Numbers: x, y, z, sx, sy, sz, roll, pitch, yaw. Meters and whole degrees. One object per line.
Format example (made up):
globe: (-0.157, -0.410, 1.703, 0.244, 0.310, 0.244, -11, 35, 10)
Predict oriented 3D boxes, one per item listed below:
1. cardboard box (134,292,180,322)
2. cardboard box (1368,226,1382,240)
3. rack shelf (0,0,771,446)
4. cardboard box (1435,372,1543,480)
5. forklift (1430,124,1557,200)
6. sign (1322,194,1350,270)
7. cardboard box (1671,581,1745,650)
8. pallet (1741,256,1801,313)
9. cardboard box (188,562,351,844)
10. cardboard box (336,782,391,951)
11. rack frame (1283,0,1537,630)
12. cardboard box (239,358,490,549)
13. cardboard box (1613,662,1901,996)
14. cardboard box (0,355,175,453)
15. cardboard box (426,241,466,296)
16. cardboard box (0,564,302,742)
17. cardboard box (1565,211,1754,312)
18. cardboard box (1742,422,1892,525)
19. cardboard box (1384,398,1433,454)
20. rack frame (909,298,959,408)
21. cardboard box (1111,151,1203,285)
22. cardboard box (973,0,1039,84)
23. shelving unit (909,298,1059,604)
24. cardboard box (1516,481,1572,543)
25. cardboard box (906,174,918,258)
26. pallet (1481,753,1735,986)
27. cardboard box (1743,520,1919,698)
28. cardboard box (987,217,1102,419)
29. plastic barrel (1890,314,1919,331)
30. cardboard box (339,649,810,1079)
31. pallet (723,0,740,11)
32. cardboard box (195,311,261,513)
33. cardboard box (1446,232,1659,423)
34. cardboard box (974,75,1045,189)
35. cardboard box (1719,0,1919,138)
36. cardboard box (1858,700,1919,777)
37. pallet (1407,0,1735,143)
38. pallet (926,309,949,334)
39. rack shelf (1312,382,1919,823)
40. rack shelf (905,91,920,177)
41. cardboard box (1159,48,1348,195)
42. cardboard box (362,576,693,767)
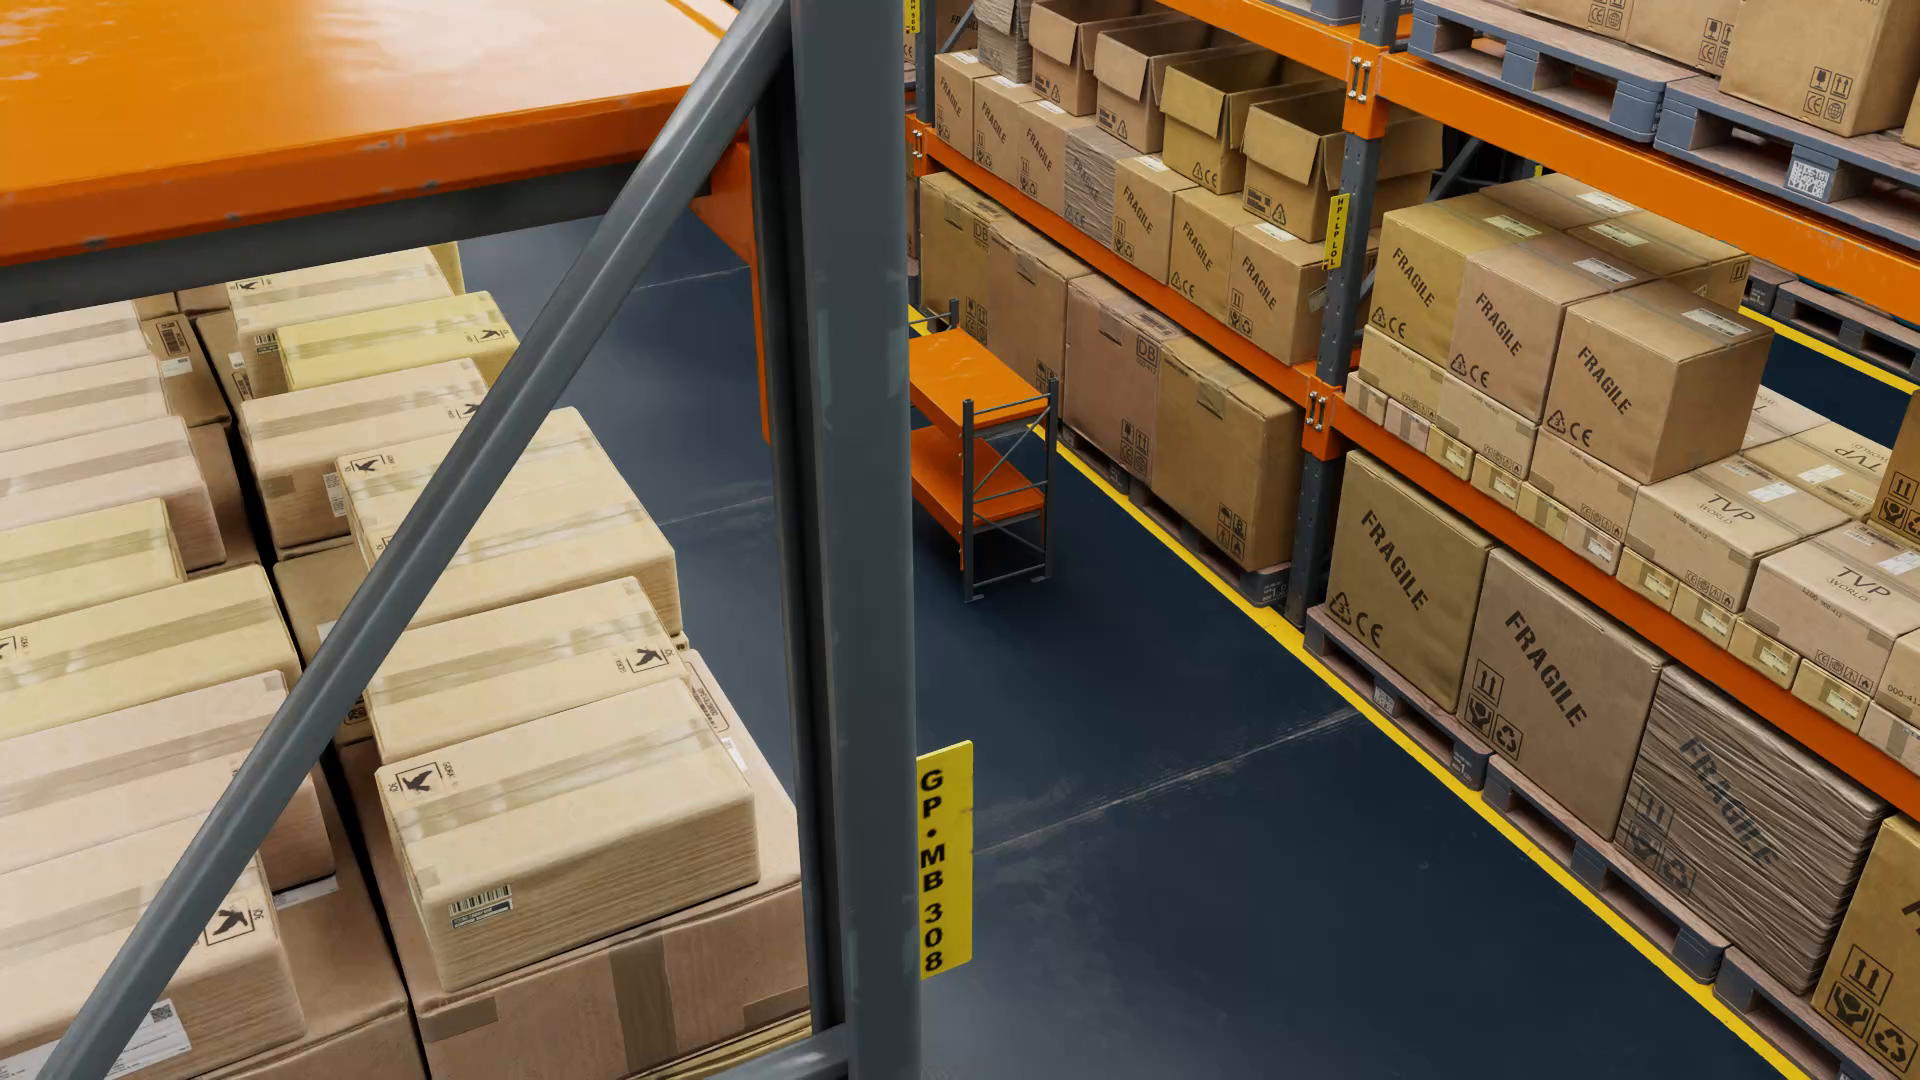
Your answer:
cardboard box: (-1.914, -0.419, 3.518, 0.500, 0.250, 0.500, -15, 36, -22)
cardboard box: (2.065, -1.305, 7.914, 0.500, 0.500, 0.500, -16, 36, -23)
rack shelf: (-1.444, -1.048, 2.715, 1.077, 0.370, 4.000, -16, 36, -23)
cardboard box: (2.273, -0.514, 6.635, 0.500, 0.250, 0.500, -16, 36, -23)
forklift: (3.315, -2.434, 9.833, 1.130, 2.935, 3.031, 10, 34, 15)
sign: (1.583, -1.293, 6.988, 0.100, 0.325, 0.005, -16, 36, -23)
cardboard box: (2.754, 0.218, 5.863, 0.380, 0.149, 0.250, -15, 36, -22)
pallet: (5.544, -2.014, 11.697, 1.003, 0.211, 1.213, -16, 36, -23)
cardboard box: (-1.191, 0.318, 2.368, 0.500, 0.250, 0.500, -17, 36, -24)
cardboard box: (-0.736, 0.397, 2.708, 0.500, 0.250, 0.500, -15, 35, -22)
rack frame: (2.058, -0.980, 7.500, 1.000, 3.000, 0.127, -16, 36, -23)
cardboard box: (-0.952, -0.149, 2.727, 0.380, 0.149, 0.250, -15, 36, -22)
cardboard box: (3.130, 0.927, 6.103, 0.875, 0.875, 0.875, -16, 36, -23)
cardboard box: (-1.496, -0.154, 2.736, 0.380, 0.149, 0.250, -15, 36, -22)
cardboard box: (-1.227, -0.552, 3.357, 0.380, 0.149, 0.250, -17, 36, -24)
cardboard box: (-1.075, 0.200, 2.182, 0.380, 0.149, 0.250, -17, 36, -25)
cardboard box: (2.739, -0.966, 6.645, 0.500, 0.500, 0.500, -15, 36, -23)
cardboard box: (3.211, -0.165, 6.091, 0.500, 0.250, 0.500, -17, 36, -24)
cardboard box: (2.025, -0.524, 7.021, 0.380, 0.149, 0.250, -17, 36, -25)
rack frame: (-0.234, -0.713, 8.820, 0.500, 1.125, 0.032, -16, 36, -23)
cardboard box: (1.124, -1.663, 8.472, 0.500, 0.500, 0.500, -16, 36, -24)
cardboard box: (0.520, -3.001, 9.631, 0.797, 0.503, 0.637, -15, 35, -22)
shelving unit: (0.003, -0.470, 8.442, 0.538, 1.125, 1.048, -16, 36, -23)
cardboard box: (2.392, -0.152, 6.439, 0.380, 0.149, 0.250, -16, 36, -24)
cardboard box: (-0.137, -2.337, 11.526, 0.700, 0.500, 0.500, -18, 37, -26)
pallet: (2.917, 1.159, 6.745, 1.003, 0.211, 1.213, -16, 36, -23)
cardboard box: (2.989, 0.217, 5.494, 0.500, 0.250, 0.500, -17, 36, -25)
cardboard box: (0.906, -1.410, 9.750, 1.225, 0.875, 0.875, -16, 36, -23)
plastic barrel: (6.201, -1.783, 10.309, 0.600, 0.901, 0.708, -16, 36, -23)
cardboard box: (-0.491, 0.438, 2.181, 0.500, 0.250, 0.500, -15, 36, -22)
pallet: (-1.444, -4.316, 12.884, 1.003, 0.211, 1.213, -16, 36, -23)
cardboard box: (-1.193, -0.291, 3.319, 0.500, 0.250, 0.500, -17, 36, -25)
cardboard box: (2.278, -0.828, 6.431, 0.500, 0.500, 0.500, -16, 36, -23)
cardboard box: (0.422, -2.386, 9.600, 0.500, 0.500, 0.500, -17, 36, -24)
cardboard box: (2.841, -1.603, 5.117, 0.700, 0.500, 0.500, -14, 35, -21)
cardboard box: (3.111, 0.584, 5.291, 0.380, 0.149, 0.250, -15, 36, -22)
pallet: (2.431, -1.813, 6.101, 1.003, 0.211, 1.213, -16, 36, -23)
pallet: (0.494, -1.320, 10.615, 1.003, 0.211, 1.213, -16, 36, -23)
rack shelf: (2.991, 0.277, 6.204, 1.077, 0.370, 4.000, -16, 36, -23)
rack shelf: (-0.739, -3.541, 12.163, 1.077, 0.370, 4.000, -16, 36, -23)
cardboard box: (1.444, -2.078, 8.190, 0.797, 0.503, 0.637, -15, 36, -23)
cardboard box: (-0.564, 0.212, 2.165, 0.380, 0.149, 0.250, -14, 35, -21)
